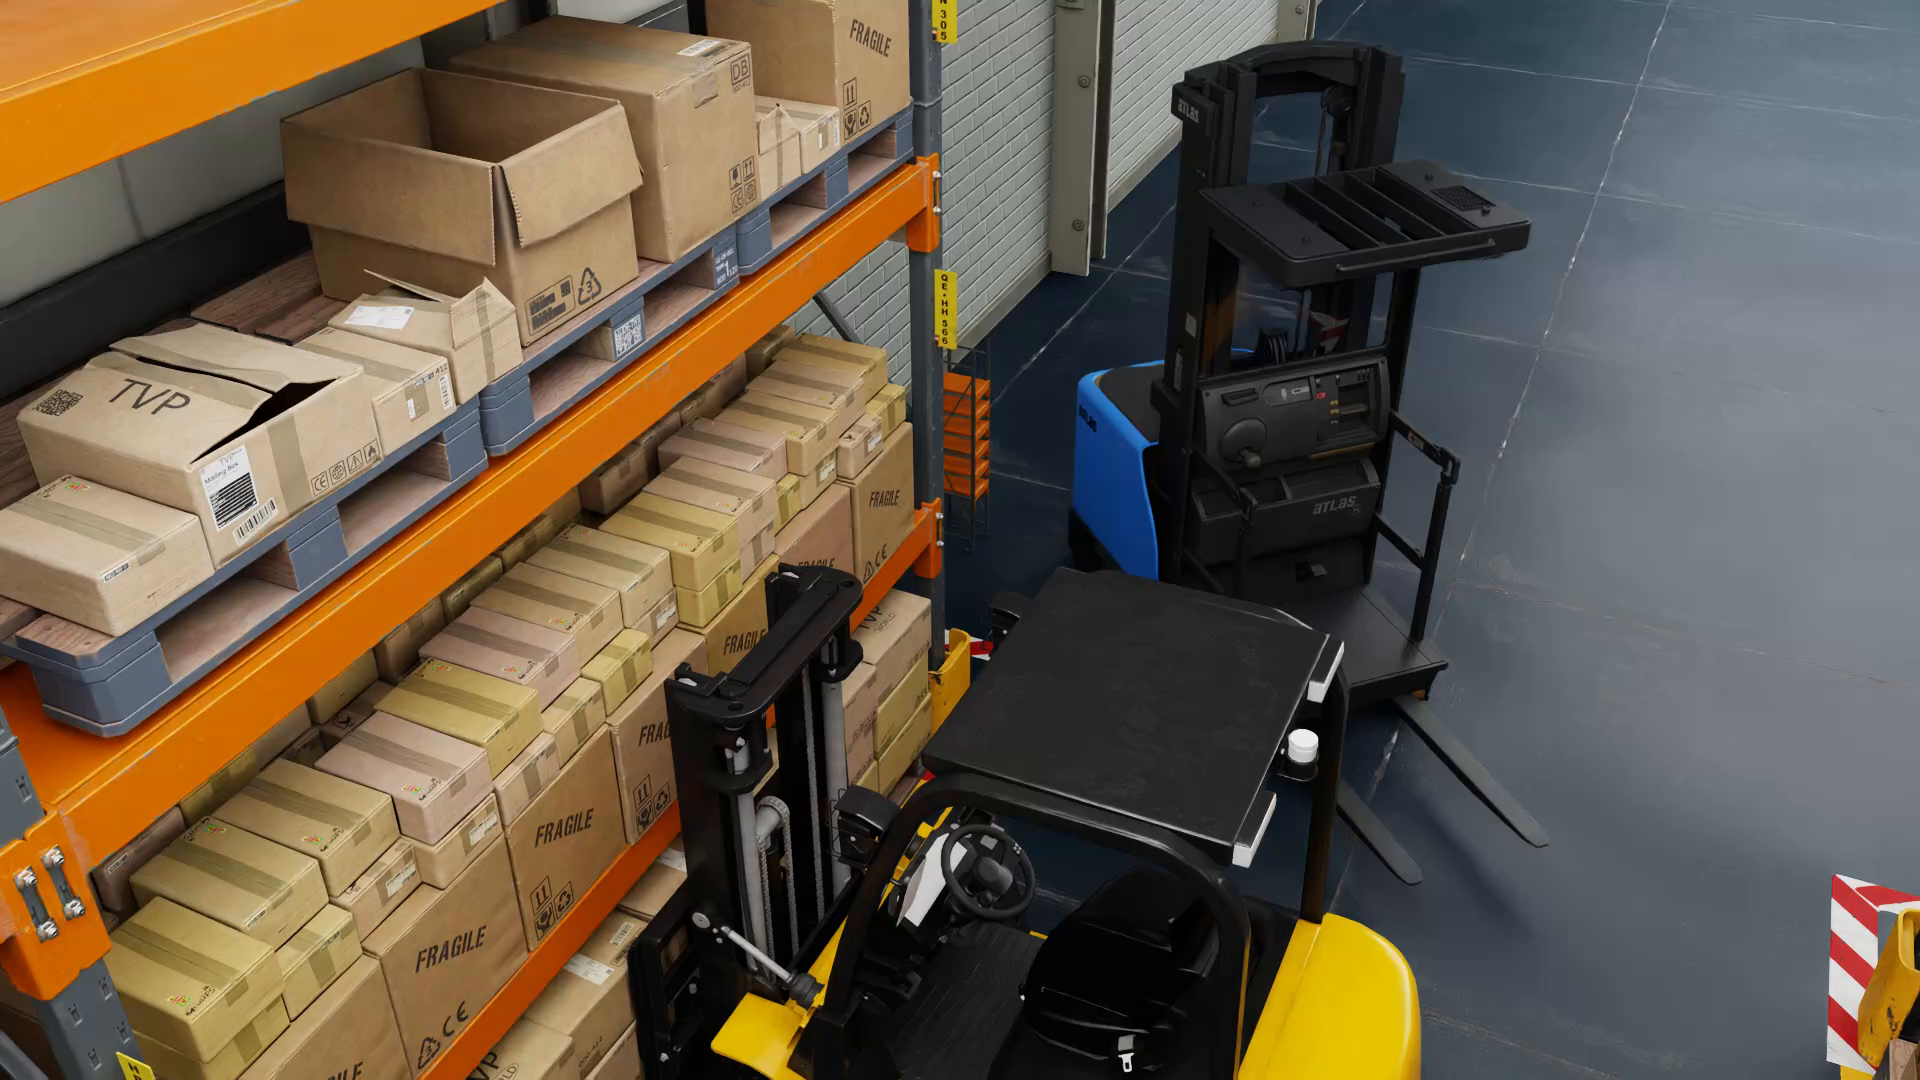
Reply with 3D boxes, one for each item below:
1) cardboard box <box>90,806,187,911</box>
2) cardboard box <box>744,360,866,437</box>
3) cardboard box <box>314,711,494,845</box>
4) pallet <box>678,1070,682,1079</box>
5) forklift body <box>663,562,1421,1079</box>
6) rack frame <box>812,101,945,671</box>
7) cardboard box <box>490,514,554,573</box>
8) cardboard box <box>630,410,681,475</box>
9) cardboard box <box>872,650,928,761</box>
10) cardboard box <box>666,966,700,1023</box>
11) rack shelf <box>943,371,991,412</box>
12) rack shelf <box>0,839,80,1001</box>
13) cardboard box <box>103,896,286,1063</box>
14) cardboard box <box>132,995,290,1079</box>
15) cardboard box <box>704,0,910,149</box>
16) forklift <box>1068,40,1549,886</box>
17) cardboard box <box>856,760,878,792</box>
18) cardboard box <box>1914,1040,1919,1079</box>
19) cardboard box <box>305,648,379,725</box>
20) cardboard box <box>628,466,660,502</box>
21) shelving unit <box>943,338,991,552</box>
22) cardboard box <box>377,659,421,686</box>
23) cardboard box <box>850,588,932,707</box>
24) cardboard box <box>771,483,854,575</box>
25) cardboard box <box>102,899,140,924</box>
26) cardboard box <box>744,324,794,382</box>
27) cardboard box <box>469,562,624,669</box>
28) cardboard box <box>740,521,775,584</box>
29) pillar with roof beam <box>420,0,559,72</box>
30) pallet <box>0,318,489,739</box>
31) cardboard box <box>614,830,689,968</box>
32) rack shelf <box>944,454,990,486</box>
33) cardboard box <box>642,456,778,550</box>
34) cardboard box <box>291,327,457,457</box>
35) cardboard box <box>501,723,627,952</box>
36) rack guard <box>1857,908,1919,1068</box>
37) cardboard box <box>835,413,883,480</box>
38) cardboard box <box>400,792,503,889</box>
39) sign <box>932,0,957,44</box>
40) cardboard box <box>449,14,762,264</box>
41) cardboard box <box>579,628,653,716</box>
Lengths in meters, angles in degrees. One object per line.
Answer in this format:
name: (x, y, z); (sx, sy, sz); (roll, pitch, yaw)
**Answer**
cardboard box: (-2.217, 0.766, 4.261); (0.380, 0.149, 0.250); (13, 36, 19)
cardboard box: (-0.579, -0.526, 6.231); (0.380, 0.149, 0.250); (14, 36, 21)
cardboard box: (-1.489, 0.634, 4.462); (0.380, 0.149, 0.250); (15, 36, 22)
pallet: (-1.339, 1.717, 6.308); (1.003, 0.211, 1.213); (14, 36, 20)
forklift body: (0.319, 1.273, 5.216); (2.313, 2.155, 1.214); (14, 36, 20)
rack frame: (-0.545, -0.445, 7.062); (1.000, 3.000, 0.127); (14, 36, 20)
cardboard box: (-1.553, -0.001, 5.430); (0.380, 0.149, 0.250); (14, 36, 21)
cardboard box: (-1.234, -0.387, 6.019); (0.380, 0.149, 0.250); (14, 36, 21)
cardboard box: (-0.465, 0.634, 7.085); (0.500, 0.250, 0.500); (14, 36, 20)
cardboard box: (-1.094, 1.392, 5.929); (0.500, 0.250, 0.500); (14, 36, 20)
rack shelf: (0.006, -0.773, 8.627); (0.258, 0.103, 0.180); (14, 36, 20)
rack shelf: (-3.055, 1.590, 1.879); (1.077, 0.370, 4.000); (14, 36, 20)
cardboard box: (-1.816, 1.019, 3.875); (0.380, 0.149, 0.250); (15, 36, 21)
cardboard box: (-1.846, 1.136, 3.968); (0.380, 0.149, 0.250); (14, 36, 20)
cardboard box: (-0.509, -1.682, 5.648); (0.500, 0.500, 0.500); (15, 36, 22)
forklift: (1.572, -0.507, 7.219); (1.130, 2.935, 3.031); (-12, 35, -17)
cardboard box: (-0.671, 1.081, 6.859); (0.500, 0.250, 0.500); (14, 36, 20)
cardboard box: (3.367, 1.703, 5.227); (0.500, 0.500, 0.500); (13, 35, 19)
cardboard box: (-1.944, 0.367, 4.869); (0.380, 0.149, 0.250); (14, 36, 20)
cardboard box: (-1.247, -0.267, 6.107); (0.380, 0.149, 0.250); (13, 35, 19)
shelving unit: (0.006, -0.509, 8.800); (0.258, 1.200, 0.189); (14, 36, 20)
cardboard box: (-1.781, 0.371, 5.134); (0.380, 0.149, 0.250); (14, 36, 20)
cardboard box: (-0.454, 0.412, 6.968); (0.500, 0.250, 0.500); (15, 36, 22)
cardboard box: (-0.738, 0.075, 6.178); (0.500, 0.500, 0.500); (15, 36, 22)
cardboard box: (-2.244, 0.882, 4.355); (0.380, 0.149, 0.250); (13, 35, 19)
cardboard box: (-0.880, -0.764, 6.595); (0.380, 0.149, 0.250); (13, 36, 20)
cardboard box: (-1.261, 0.231, 5.077); (0.380, 0.149, 0.250); (14, 36, 21)
cardboard box: (-0.863, -0.007, 5.711); (0.380, 0.149, 0.250); (13, 35, 19)
pillar with roof beam: (2.255, -1.826, 3.697); (9.100, 9.000, 0.400); (14, 36, 20)
pallet: (-1.885, -0.101, 3.882); (1.003, 0.211, 1.213); (14, 36, 20)
cardboard box: (-1.084, 1.172, 5.809); (0.500, 0.250, 0.500); (13, 36, 20)
rack shelf: (0.006, -0.371, 8.891); (0.258, 0.103, 0.180); (14, 36, 20)
cardboard box: (-0.843, -0.127, 5.623); (0.380, 0.149, 0.250); (15, 36, 22)
cardboard box: (-1.433, -0.356, 3.946); (0.380, 0.149, 0.250); (15, 36, 22)
cardboard box: (-1.382, 0.828, 5.028); (0.500, 0.500, 0.500); (14, 36, 20)
rack guard: (3.933, 1.775, 5.956); (1.175, 0.500, 0.348); (14, 36, 20)
cardboard box: (-0.516, -0.387, 6.291); (0.380, 0.149, 0.250); (15, 36, 21)
cardboard box: (-1.485, 0.764, 4.535); (0.380, 0.149, 0.250); (15, 36, 22)
sign: (-0.058, -1.905, 5.818); (0.100, 0.325, 0.005); (14, 36, 20)
cardboard box: (-1.028, -1.195, 4.905); (0.700, 0.500, 0.500); (14, 36, 21)
cardboard box: (-1.181, 0.370, 5.136); (0.380, 0.149, 0.250); (13, 36, 20)
